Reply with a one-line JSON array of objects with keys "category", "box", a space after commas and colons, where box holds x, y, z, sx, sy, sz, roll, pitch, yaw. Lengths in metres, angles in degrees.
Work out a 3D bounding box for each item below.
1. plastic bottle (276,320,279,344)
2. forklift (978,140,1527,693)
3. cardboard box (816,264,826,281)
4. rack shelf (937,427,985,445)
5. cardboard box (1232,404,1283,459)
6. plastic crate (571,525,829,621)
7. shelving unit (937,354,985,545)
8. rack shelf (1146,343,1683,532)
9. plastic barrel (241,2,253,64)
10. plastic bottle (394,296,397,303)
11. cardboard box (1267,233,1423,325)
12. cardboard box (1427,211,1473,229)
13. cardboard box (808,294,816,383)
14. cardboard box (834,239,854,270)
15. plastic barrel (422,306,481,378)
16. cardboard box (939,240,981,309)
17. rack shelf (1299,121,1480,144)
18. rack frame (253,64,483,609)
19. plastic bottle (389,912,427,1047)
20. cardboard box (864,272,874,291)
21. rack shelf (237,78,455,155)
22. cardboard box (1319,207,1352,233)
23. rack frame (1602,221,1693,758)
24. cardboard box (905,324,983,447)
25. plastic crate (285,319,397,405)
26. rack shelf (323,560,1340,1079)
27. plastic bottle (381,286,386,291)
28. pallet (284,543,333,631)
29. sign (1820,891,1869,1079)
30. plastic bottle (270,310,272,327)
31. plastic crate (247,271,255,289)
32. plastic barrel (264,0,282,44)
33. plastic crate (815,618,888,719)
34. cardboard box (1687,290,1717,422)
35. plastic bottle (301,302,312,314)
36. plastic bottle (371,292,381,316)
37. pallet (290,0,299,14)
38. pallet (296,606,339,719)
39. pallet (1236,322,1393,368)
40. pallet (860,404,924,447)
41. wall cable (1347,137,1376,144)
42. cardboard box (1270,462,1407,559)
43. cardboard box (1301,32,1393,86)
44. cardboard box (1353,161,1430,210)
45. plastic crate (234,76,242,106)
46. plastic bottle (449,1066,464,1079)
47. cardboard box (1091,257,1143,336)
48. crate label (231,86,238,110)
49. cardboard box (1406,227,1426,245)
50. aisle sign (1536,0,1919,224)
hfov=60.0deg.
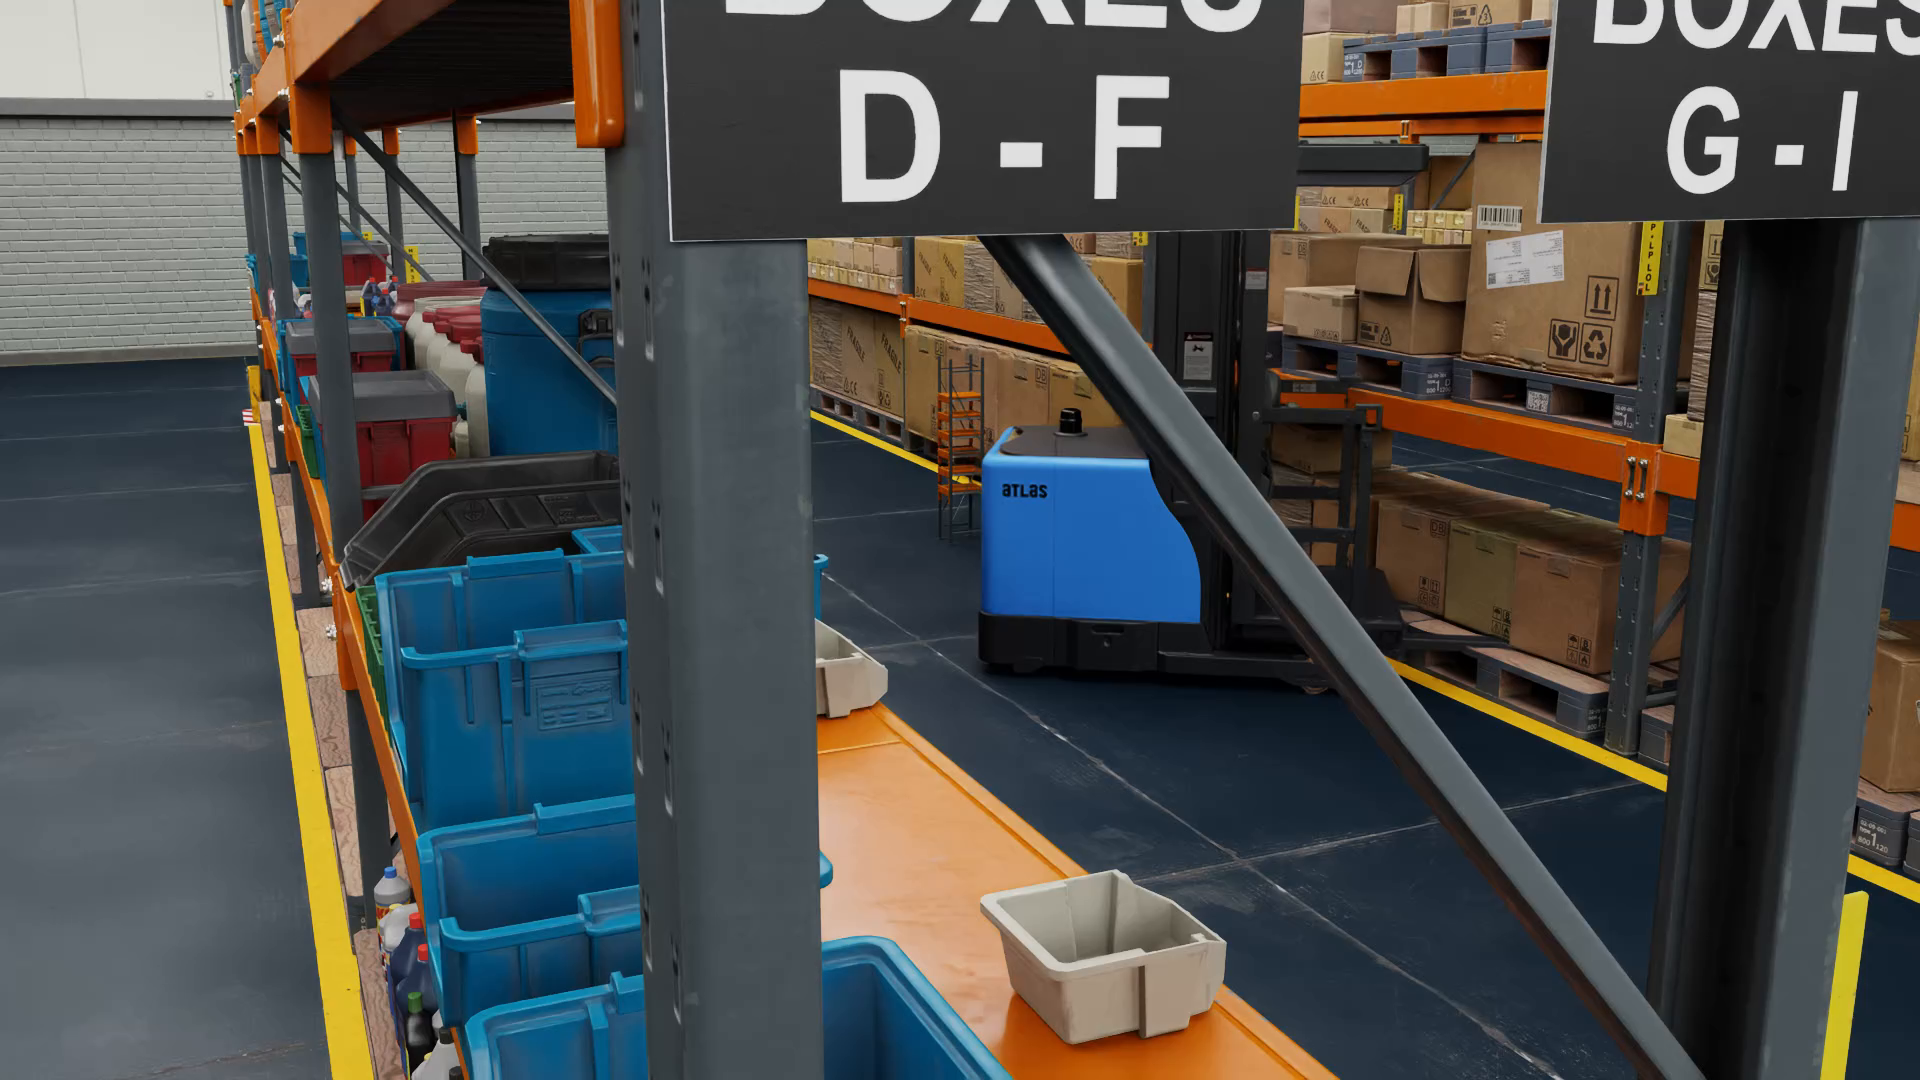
[{"category": "plastic bottle", "box": [-4.073, -1.278, 9.998, 0.061, 0.283, 0.133, -6, 14, -23]}, {"category": "forklift", "box": [1.649, -0.833, 7.968, 3.031, 2.935, 1.130, 2, 13, 8]}, {"category": "cardboard box", "box": [-1.143, -2.545, 15.770, 0.380, 0.149, 0.250, -6, 14, -24]}, {"category": "rack shelf", "box": [0.006, -0.655, 10.705, 0.258, 0.103, 0.180, -6, 14, -23]}, {"category": "cardboard box", "box": [1.900, -0.661, 9.980, 0.500, 0.250, 0.500, -5, 14, -21]}, {"category": "plastic crate", "box": [-0.640, 0.115, 4.050, 0.499, 0.251, 0.616, -6, 14, -23]}, {"category": "shelving unit", "box": [0.006, -0.582, 10.722, 0.258, 1.200, 0.189, -6, 14, -23]}, {"category": "rack shelf", "box": [2.405, -0.672, 8.715, 1.077, 0.370, 4.000, -6, 14, -23]}, {"category": "plastic barrel", "box": [-4.555, -3.415, 11.088, 0.433, 0.535, 0.433, 0, 13, 0]}, {"category": "plastic bottle", "box": [-3.587, -1.446, 10.741, 0.152, 0.276, 0.135, -6, 14, -23]}, {"category": "cardboard box", "box": [2.172, -1.474, 9.434, 0.700, 0.500, 0.500, -3, 13, -15]}, {"category": "cardboard box", "box": [4.440, -2.881, 14.971, 0.380, 0.149, 0.250, -5, 14, -21]}, {"category": "cardboard box", "box": [-1.271, -2.133, 17.212, 0.875, 0.875, 0.875, -6, 14, -23]}, {"category": "cardboard box", "box": [-0.830, -2.613, 15.181, 0.500, 0.250, 0.500, -5, 14, -22]}, {"category": "plastic barrel", "box": [-1.982, -0.686, 6.881, 0.433, 0.535, 0.433, 0, 13, 0]}, {"category": "cardboard box", "box": [0.159, -2.089, 13.022, 0.500, 0.500, 0.500, -6, 14, -23]}, {"category": "rack shelf", "box": [3.786, -4.213, 17.363, 1.077, 0.370, 4.000, -6, 14, -23]}, {"category": "rack frame", "box": [-2.934, -0.988, 8.486, 1.000, 3.000, 0.127, -6, 14, -23]}, {"category": "plastic bottle", "box": [-1.389, 1.119, 4.282, 0.144, 0.351, 0.185, -5, 14, -21]}, {"category": "cardboard box", "box": [-0.627, -2.279, 14.621, 0.380, 0.149, 0.250, -6, 14, -24]}, {"category": "rack shelf", "box": [-3.735, -2.512, 10.014, 1.077, 0.370, 4.000, -6, 14, -23]}, {"category": "cardboard box", "box": [3.927, -3.064, 16.576, 0.500, 0.500, 0.500, -6, 14, -25]}, {"category": "rack frame", "box": [3.206, -0.609, 6.848, 1.000, 3.000, 0.127, -6, 14, -23]}, {"category": "cardboard box", "box": [0.276, -1.301, 13.618, 1.225, 0.875, 0.875, -6, 14, -23]}, {"category": "plastic crate", "box": [-2.567, -0.658, 6.917, 0.402, 0.464, 0.583, -6, 14, -23]}, {"category": "rack shelf", "box": [-0.531, 0.602, 3.211, 1.077, 0.370, 4.000, -6, 14, -23]}, {"category": "plastic bottle", "box": [-3.936, -1.626, 11.519, 0.152, 0.276, 0.135, -6, 14, -23]}, {"category": "pallet", "box": [-3.288, 0.212, 9.488, 1.003, 0.211, 1.213, -6, 14, -23]}, {"category": "sign", "box": [0.776, 0.481, 1.524, 0.100, 0.325, 0.005, -6, 14, -23]}, {"category": "plastic bottle", "box": [-4.664, -1.553, 11.370, 0.097, 0.201, 0.097, 0, 13, 0]}, {"category": "plastic crate", "box": [-6.017, -2.247, 14.377, 0.250, 0.136, 0.298, -6, 14, -23]}, {"category": "plastic barrel", "box": [-1.997, -2.088, 5.474, 0.600, 0.901, 0.600, 0, 13, 0]}, {"category": "plastic crate", "box": [-0.449, 0.280, 3.594, 0.530, 0.136, 0.437, -6, 14, -23]}, {"category": "cardboard box", "box": [3.330, -0.704, 6.377, 0.875, 0.500, 0.500, -6, 14, -23]}, {"category": "plastic bottle", "box": [-4.005, -1.329, 10.244, 0.097, 0.271, 0.097, 0, 13, 0]}, {"category": "plastic bottle", "box": [-3.841, -1.505, 11.004, 0.097, 0.271, 0.097, 0, 13, 0]}, {"category": "pallet", "box": [-0.953, -1.391, 3.992, 1.213, 0.211, 1.003, -6, 14, -23]}, {"category": "pallet", "box": [-2.660, 0.534, 8.094, 1.003, 0.211, 1.213, -6, 14, -23]}, {"category": "pallet", "box": [1.987, -1.204, 9.846, 1.213, 0.211, 1.003, -6, 14, -23]}, {"category": "pallet", "box": [-0.231, -1.067, 15.013, 1.003, 0.211, 1.213, -6, 14, -23]}, {"category": "wall cable", "box": [6.494, -5.771, 26.901, 0.588, 1.984, 0.122, -6, 14, -23]}, {"category": "cardboard box", "box": [2.125, -0.182, 9.571, 0.700, 0.500, 0.500, -7, 15, -28]}, {"category": "cardboard box", "box": [1.979, -2.492, 8.665, 0.500, 0.250, 0.500, -5, 14, -22]}, {"category": "cardboard box", "box": [4.151, -3.442, 15.991, 0.500, 0.500, 0.500, -6, 14, -25]}, {"category": "plastic crate", "box": [-4.983, -3.233, 12.002, 0.450, 0.188, 0.662, -6, 14, -23]}, {"category": "plastic bottle", "box": [-1.068, 1.284, 3.568, 0.144, 0.351, 0.185, -5, 14, -21]}, {"category": "cardboard box", "box": [1.179, -1.564, 10.751, 0.500, 0.500, 0.500, -5, 14, -21]}, {"category": "crate label", "box": [-6.065, -3.810, 14.356, 0.408, 0.251, 0.502, -6, 14, -23]}, {"category": "cardboard box", "box": [4.323, -2.793, 15.251, 0.380, 0.149, 0.250, -5, 14, -22]}, {"category": "aisle sign", "box": [0.568, -0.613, 1.101, 0.394, 0.787, 0.004, -6, 14, -23]}]
